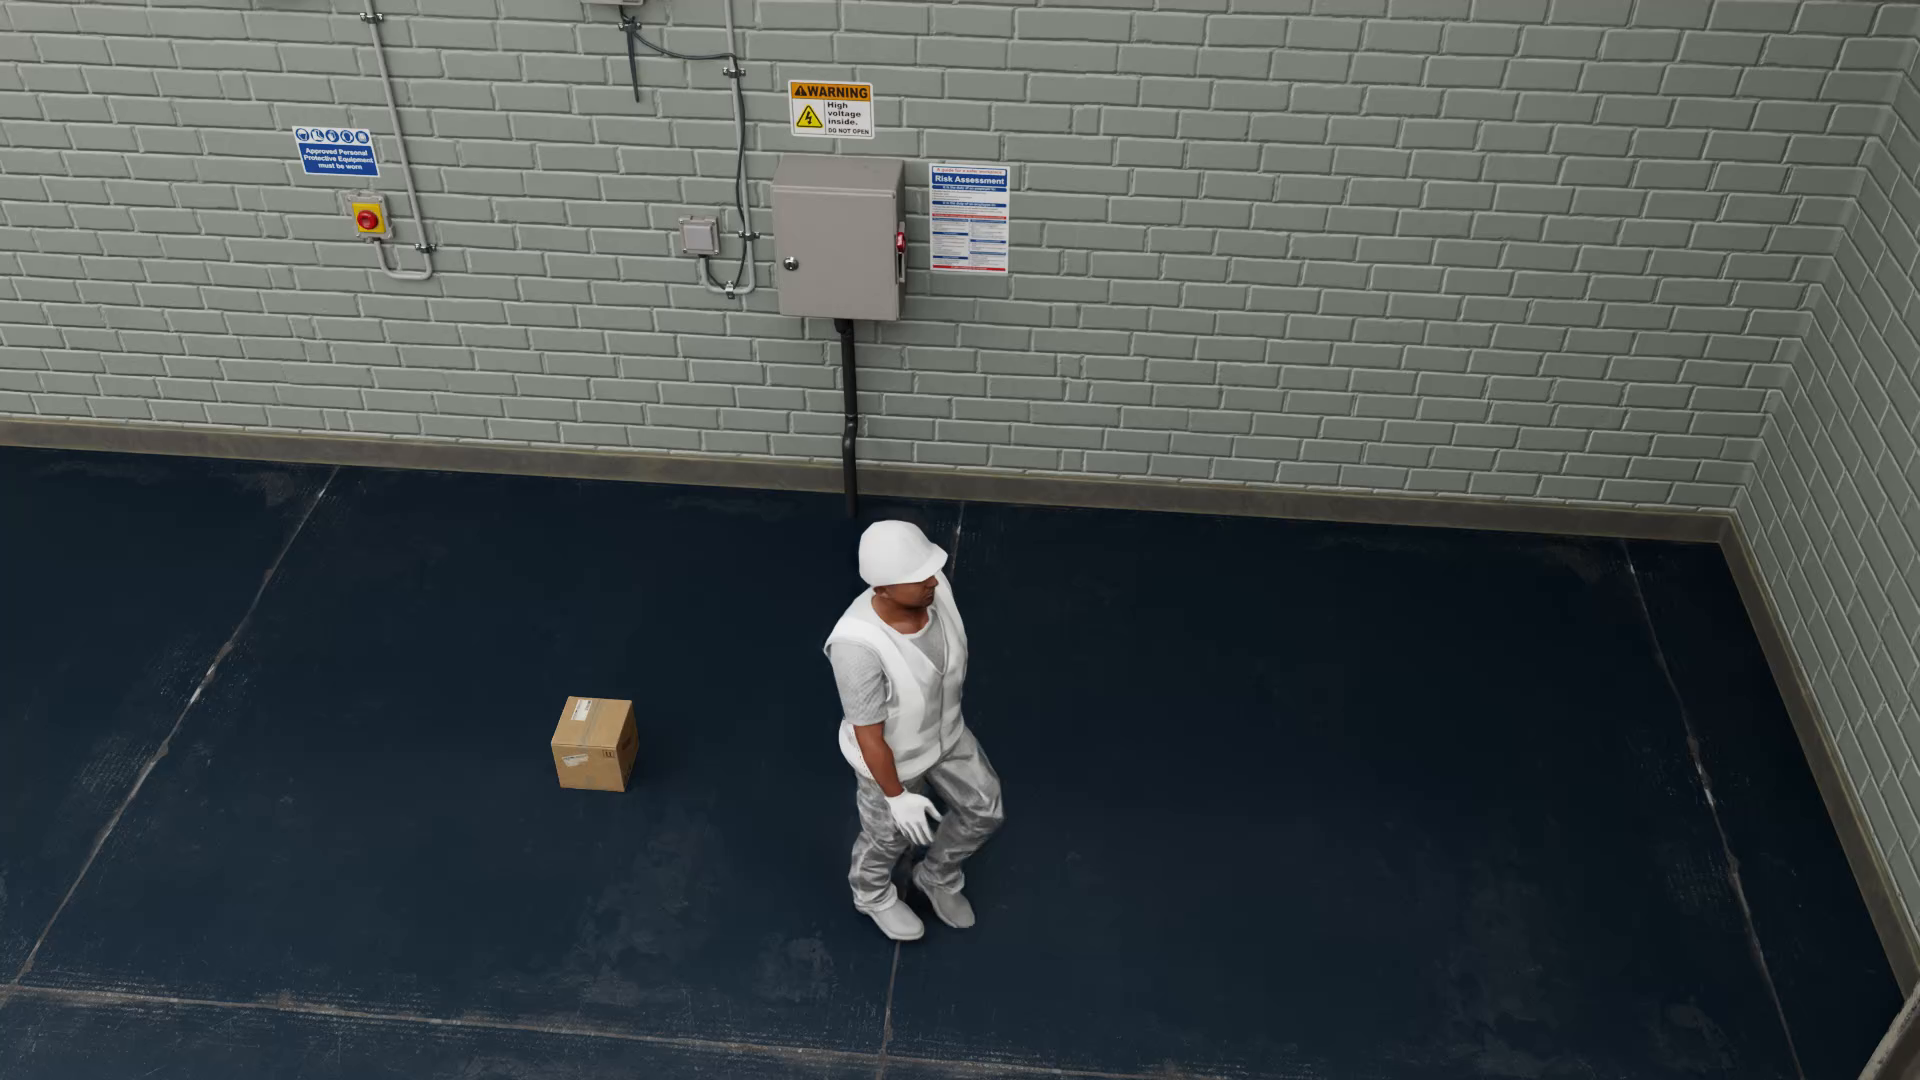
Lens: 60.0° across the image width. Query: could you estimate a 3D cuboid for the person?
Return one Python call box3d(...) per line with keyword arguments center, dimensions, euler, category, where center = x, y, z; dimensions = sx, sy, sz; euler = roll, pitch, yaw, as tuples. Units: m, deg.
box3d(center=(-0.137, 0.680, 5.328), dimensions=(0.486, 1.837, 0.564), euler=(26, 46, 28), category="person")
